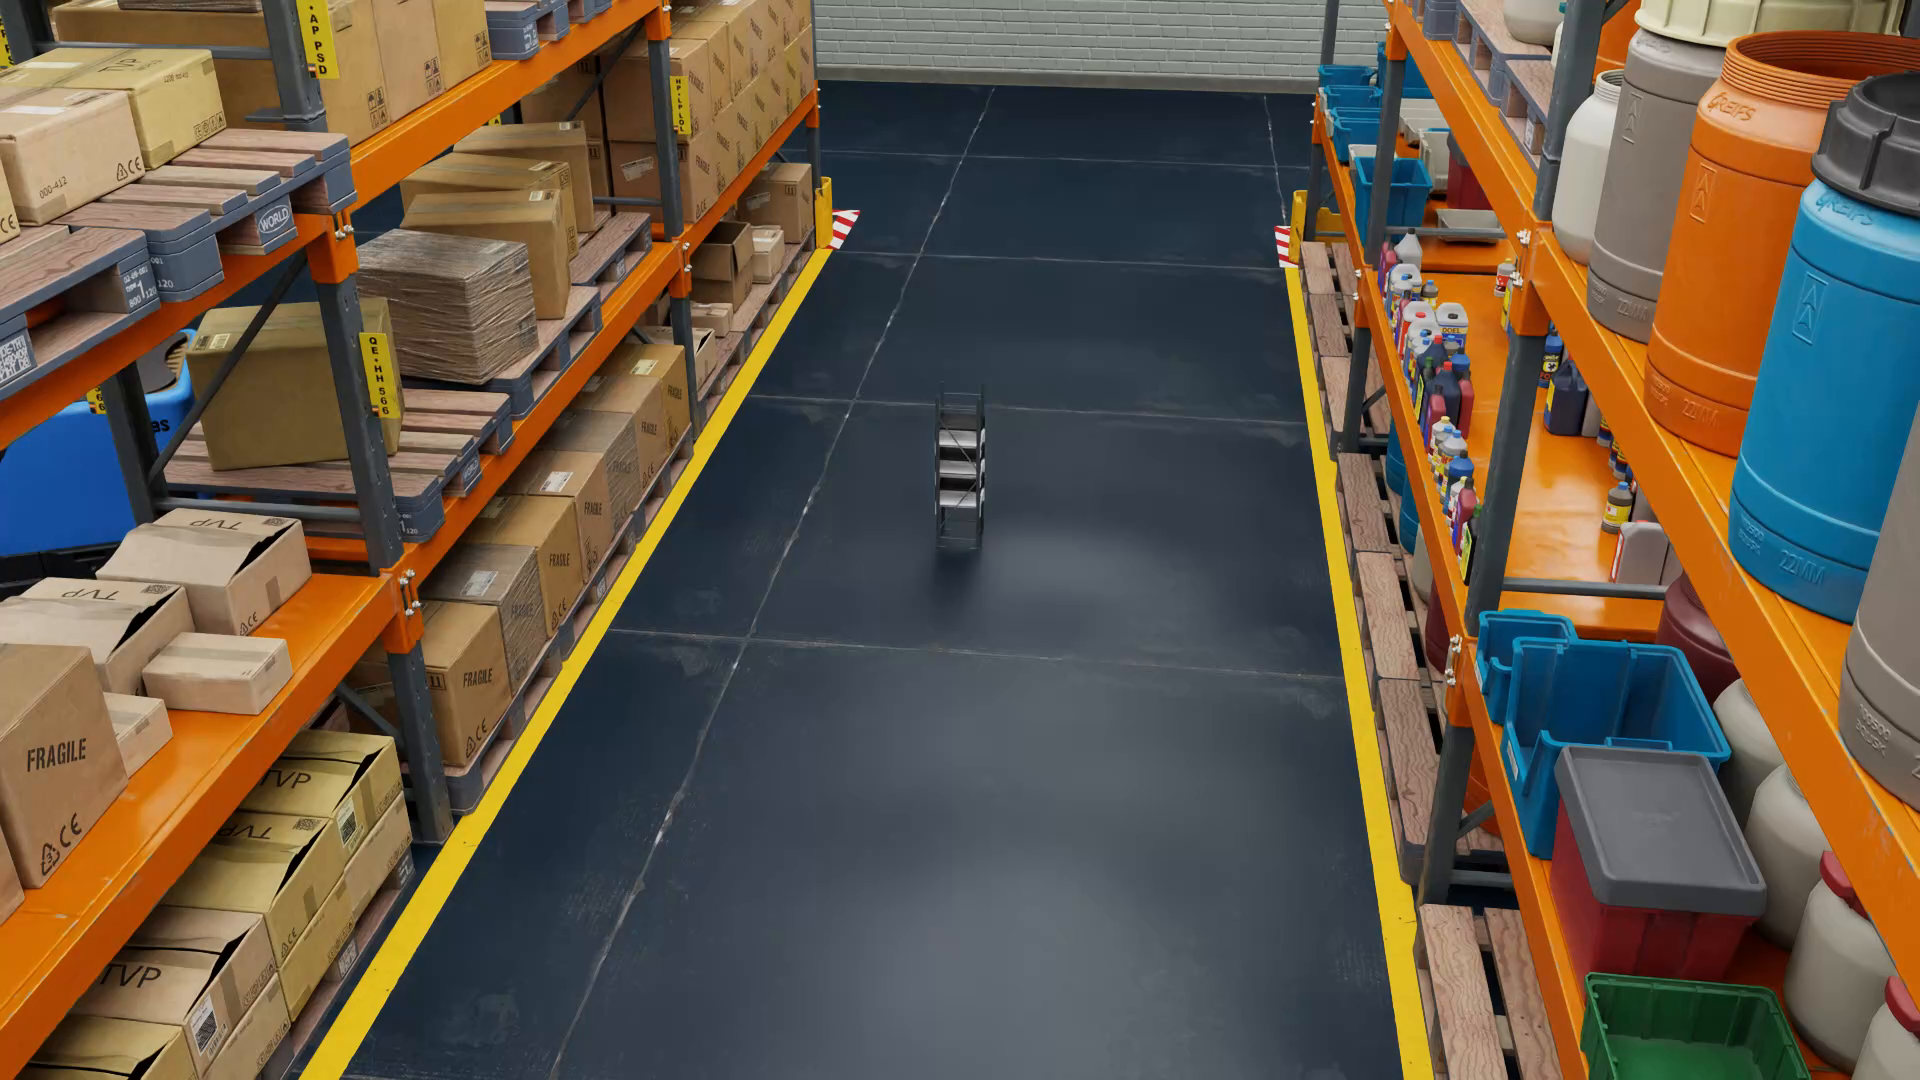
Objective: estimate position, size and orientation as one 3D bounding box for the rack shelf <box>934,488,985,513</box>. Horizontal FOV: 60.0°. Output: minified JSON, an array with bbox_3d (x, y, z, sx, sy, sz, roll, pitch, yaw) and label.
[{"bbox_3d":[0.001,-0.212,9.145,0.258,0.077,0.200,3,28,6],"label":"rack shelf"}]

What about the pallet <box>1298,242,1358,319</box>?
[{"bbox_3d":[3.127,-1.970,12.684,1.003,0.211,1.213,3,28,6],"label":"pallet"}]

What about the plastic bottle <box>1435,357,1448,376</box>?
[{"bbox_3d":[2.152,-0.666,7.447,0.061,0.283,0.133,3,28,6],"label":"plastic bottle"}]

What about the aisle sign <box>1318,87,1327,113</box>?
[{"bbox_3d":[2.788,-3.251,12.336,0.250,0.136,0.298,3,28,6],"label":"aisle sign"}]

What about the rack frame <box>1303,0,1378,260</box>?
[{"bbox_3d":[3.267,-3.584,12.739,1.000,3.000,0.127,3,28,6],"label":"rack frame"}]

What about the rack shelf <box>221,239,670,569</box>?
[{"bbox_3d":[-2.384,-0.818,8.159,0.919,0.124,3.809,3,28,6],"label":"rack shelf"}]

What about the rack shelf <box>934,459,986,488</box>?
[{"bbox_3d":[0.001,-0.371,9.059,0.258,0.077,0.200,3,28,6],"label":"rack shelf"}]

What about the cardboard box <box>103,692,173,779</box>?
[{"bbox_3d":[-2.729,0.607,5.226,0.380,0.149,0.250,5,29,10],"label":"cardboard box"}]

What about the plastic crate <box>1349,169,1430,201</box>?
[{"bbox_3d":[2.647,-2.149,10.302,0.437,0.125,0.590,3,28,6],"label":"plastic crate"}]

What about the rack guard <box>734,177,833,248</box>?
[{"bbox_3d":[-1.658,-2.737,13.803,1.175,0.500,0.348,3,28,6],"label":"rack guard"}]

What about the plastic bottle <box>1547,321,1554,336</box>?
[{"bbox_3d":[2.800,-0.966,8.016,0.097,0.271,0.097,0,28,0],"label":"plastic bottle"}]

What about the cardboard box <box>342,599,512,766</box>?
[{"bbox_3d":[-2.290,0.602,7.142,0.500,0.500,0.500,5,29,8],"label":"cardboard box"}]

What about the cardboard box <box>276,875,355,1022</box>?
[{"bbox_3d":[-2.511,1.423,5.903,0.500,0.250,0.500,3,28,6],"label":"cardboard box"}]

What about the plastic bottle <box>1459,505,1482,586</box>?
[{"bbox_3d":[1.913,0.018,6.177,0.061,0.283,0.133,3,28,6],"label":"plastic bottle"}]

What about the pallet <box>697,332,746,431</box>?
[{"bbox_3d":[-2.054,-1.086,11.043,1.003,0.211,1.213,3,28,6],"label":"pallet"}]

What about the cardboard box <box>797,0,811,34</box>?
[{"bbox_3d":[-1.430,-4.132,12.598,0.500,0.500,0.500,3,28,6],"label":"cardboard box"}]

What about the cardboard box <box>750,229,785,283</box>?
[{"bbox_3d":[-1.617,-2.141,12.496,0.500,0.250,0.500,3,28,6],"label":"cardboard box"}]

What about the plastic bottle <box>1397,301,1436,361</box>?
[{"bbox_3d":[2.228,-1.015,8.102,0.152,0.276,0.135,3,28,6],"label":"plastic bottle"}]

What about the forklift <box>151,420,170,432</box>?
[{"bbox_3d":[-6.095,-0.718,7.492,4.706,2.935,2.309,-8,29,-15],"label":"forklift"}]

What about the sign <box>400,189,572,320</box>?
[{"bbox_3d":[-2.294,-1.384,8.108,0.804,0.500,0.661,3,28,6],"label":"sign"}]

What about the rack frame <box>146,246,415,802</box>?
[{"bbox_3d":[-2.632,-0.108,6.287,0.949,2.616,0.053,3,28,6],"label":"rack frame"}]

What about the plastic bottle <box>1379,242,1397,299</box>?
[{"bbox_3d":[2.292,-1.439,8.881,0.061,0.283,0.133,3,28,6],"label":"plastic bottle"}]

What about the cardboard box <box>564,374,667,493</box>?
[{"bbox_3d":[-1.984,-0.603,9.377,0.500,0.500,0.500,3,29,6],"label":"cardboard box"}]

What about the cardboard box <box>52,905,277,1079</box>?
[{"bbox_3d":[-2.571,1.414,5.327,0.500,0.311,0.500,3,28,6],"label":"cardboard box"}]

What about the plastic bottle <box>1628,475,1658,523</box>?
[{"bbox_3d":[2.717,-0.166,6.526,0.152,0.276,0.135,3,28,6],"label":"plastic bottle"}]

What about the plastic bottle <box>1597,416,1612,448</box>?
[{"bbox_3d":[2.843,-0.543,7.231,0.097,0.271,0.097,0,28,0],"label":"plastic bottle"}]

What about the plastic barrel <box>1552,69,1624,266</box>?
[{"bbox_3d":[1.944,-1.059,4.773,0.421,0.512,0.421,0,28,0],"label":"plastic barrel"}]

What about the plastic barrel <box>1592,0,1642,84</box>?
[{"bbox_3d":[2.359,-1.780,5.332,0.600,0.830,0.708,3,28,6],"label":"plastic barrel"}]

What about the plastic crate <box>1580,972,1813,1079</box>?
[{"bbox_3d":[1.730,1.322,3.857,0.450,0.188,0.662,3,28,6],"label":"plastic crate"}]

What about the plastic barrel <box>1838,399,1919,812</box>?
[{"bbox_3d":[1.723,-0.036,2.463,0.600,0.901,0.600,0,28,0],"label":"plastic barrel"}]

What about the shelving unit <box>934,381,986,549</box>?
[{"bbox_3d":[0.001,-0.400,9.044,0.258,0.900,0.210,3,28,6],"label":"shelving unit"}]

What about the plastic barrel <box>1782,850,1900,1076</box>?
[{"bbox_3d":[2.274,1.018,4.054,0.433,0.535,0.433,0,28,0],"label":"plastic barrel"}]

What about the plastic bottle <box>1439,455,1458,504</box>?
[{"bbox_3d":[2.009,-0.245,6.752,0.097,0.201,0.097,0,28,0],"label":"plastic bottle"}]

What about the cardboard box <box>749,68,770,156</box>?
[{"bbox_3d":[-1.622,-2.975,11.503,0.500,0.500,0.500,3,28,5],"label":"cardboard box"}]

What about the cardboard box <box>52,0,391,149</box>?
[{"bbox_3d":[-2.609,-1.679,5.937,0.910,0.500,0.500,3,28,6],"label":"cardboard box"}]

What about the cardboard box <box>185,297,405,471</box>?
[{"bbox_3d":[-2.664,-0.639,6.726,0.700,0.500,0.500,-6,29,-11],"label":"cardboard box"}]

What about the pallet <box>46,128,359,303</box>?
[{"bbox_3d":[-2.624,-1.020,5.018,1.213,0.211,1.003,5,29,9],"label":"pallet"}]

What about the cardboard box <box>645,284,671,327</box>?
[{"bbox_3d":[-2.259,-1.638,11.499,0.500,0.311,0.500,3,28,6],"label":"cardboard box"}]

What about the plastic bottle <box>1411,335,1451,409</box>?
[{"bbox_3d":[2.153,-0.772,7.572,0.144,0.351,0.185,3,28,6],"label":"plastic bottle"}]

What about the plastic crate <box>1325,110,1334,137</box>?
[{"bbox_3d":[2.705,-2.931,11.743,0.250,0.136,0.298,3,28,6],"label":"plastic crate"}]

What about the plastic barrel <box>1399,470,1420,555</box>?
[{"bbox_3d":[2.606,-0.374,8.550,0.600,0.901,0.708,3,28,6],"label":"plastic barrel"}]

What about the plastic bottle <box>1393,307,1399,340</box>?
[{"bbox_3d":[2.232,-1.101,8.340,0.097,0.201,0.097,0,28,0],"label":"plastic bottle"}]

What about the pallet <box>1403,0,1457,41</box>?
[{"bbox_3d":[2.778,-2.564,7.882,1.213,0.211,1.003,3,28,6],"label":"pallet"}]

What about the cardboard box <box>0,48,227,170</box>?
[{"bbox_3d":[-2.629,-1.330,5.109,0.500,0.250,0.500,1,28,2],"label":"cardboard box"}]

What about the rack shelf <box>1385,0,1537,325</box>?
[{"bbox_3d":[2.532,-1.763,6.956,1.077,0.370,4.000,3,28,6],"label":"rack shelf"}]

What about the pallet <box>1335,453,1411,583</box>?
[{"bbox_3d":[2.641,-0.112,9.236,1.003,0.211,1.213,3,28,6],"label":"pallet"}]
